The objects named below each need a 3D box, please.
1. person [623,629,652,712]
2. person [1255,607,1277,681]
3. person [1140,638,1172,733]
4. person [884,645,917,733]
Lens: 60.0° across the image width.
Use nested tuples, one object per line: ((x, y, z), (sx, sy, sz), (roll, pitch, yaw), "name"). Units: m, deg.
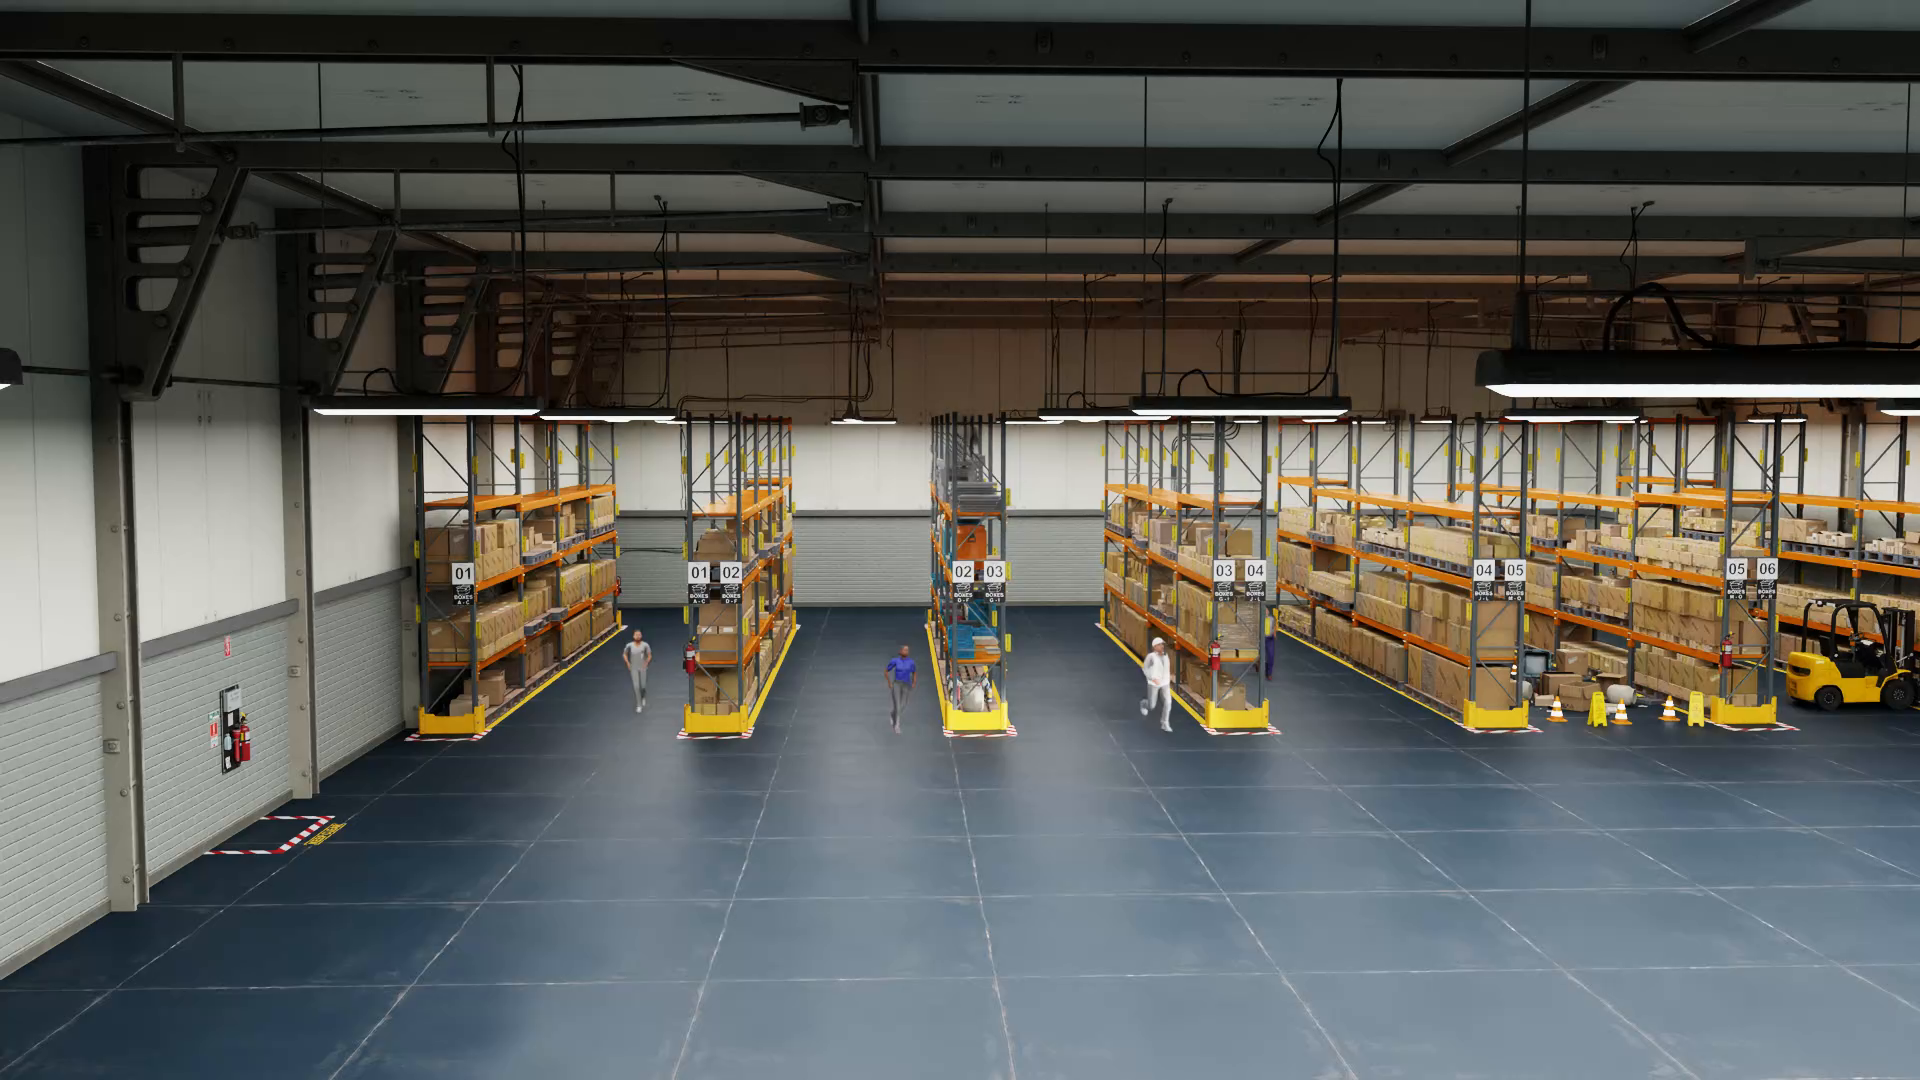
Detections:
((-6.516, 2.618, 33.594), (0.574, 1.651, 0.688), (-1, 4, -13), "person")
((6.960, 2.346, 37.923), (0.619, 1.635, 0.899), (0, 4, -4), "person")
((3.747, 2.728, 31.569), (0.643, 1.759, 0.997), (-1, 4, -19), "person")
((-1.124, 2.790, 31.451), (0.625, 1.623, 0.613), (-1, 4, -21), "person")
